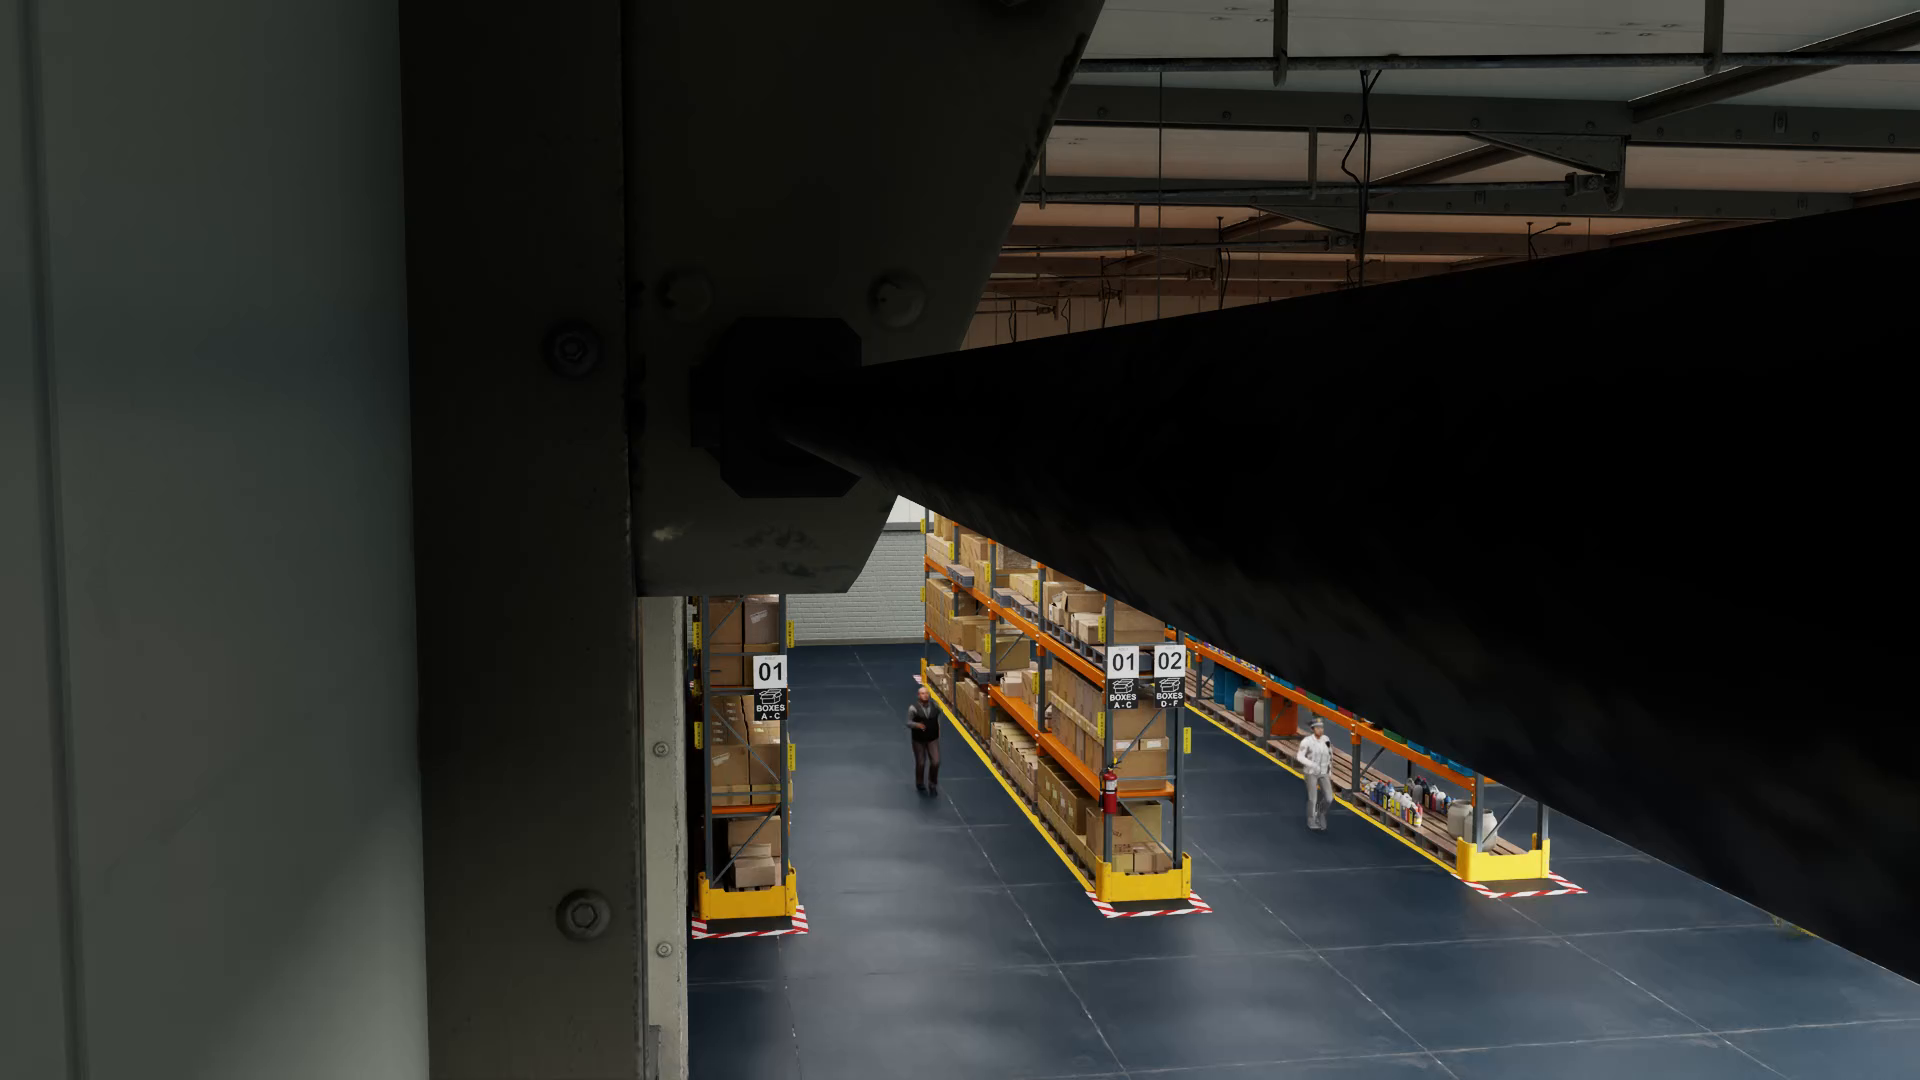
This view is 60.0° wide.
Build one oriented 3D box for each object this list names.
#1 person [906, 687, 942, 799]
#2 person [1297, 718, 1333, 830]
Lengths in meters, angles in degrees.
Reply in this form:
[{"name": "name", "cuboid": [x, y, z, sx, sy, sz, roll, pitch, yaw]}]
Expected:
[{"name": "person", "cuboid": [-0.545, 3.186, 26.133, 0.635, 1.770, 0.756, -1, 5, -12]}, {"name": "person", "cuboid": [5.158, 3.382, 23.988, 0.611, 1.667, 0.598, -1, 5, -11]}]
